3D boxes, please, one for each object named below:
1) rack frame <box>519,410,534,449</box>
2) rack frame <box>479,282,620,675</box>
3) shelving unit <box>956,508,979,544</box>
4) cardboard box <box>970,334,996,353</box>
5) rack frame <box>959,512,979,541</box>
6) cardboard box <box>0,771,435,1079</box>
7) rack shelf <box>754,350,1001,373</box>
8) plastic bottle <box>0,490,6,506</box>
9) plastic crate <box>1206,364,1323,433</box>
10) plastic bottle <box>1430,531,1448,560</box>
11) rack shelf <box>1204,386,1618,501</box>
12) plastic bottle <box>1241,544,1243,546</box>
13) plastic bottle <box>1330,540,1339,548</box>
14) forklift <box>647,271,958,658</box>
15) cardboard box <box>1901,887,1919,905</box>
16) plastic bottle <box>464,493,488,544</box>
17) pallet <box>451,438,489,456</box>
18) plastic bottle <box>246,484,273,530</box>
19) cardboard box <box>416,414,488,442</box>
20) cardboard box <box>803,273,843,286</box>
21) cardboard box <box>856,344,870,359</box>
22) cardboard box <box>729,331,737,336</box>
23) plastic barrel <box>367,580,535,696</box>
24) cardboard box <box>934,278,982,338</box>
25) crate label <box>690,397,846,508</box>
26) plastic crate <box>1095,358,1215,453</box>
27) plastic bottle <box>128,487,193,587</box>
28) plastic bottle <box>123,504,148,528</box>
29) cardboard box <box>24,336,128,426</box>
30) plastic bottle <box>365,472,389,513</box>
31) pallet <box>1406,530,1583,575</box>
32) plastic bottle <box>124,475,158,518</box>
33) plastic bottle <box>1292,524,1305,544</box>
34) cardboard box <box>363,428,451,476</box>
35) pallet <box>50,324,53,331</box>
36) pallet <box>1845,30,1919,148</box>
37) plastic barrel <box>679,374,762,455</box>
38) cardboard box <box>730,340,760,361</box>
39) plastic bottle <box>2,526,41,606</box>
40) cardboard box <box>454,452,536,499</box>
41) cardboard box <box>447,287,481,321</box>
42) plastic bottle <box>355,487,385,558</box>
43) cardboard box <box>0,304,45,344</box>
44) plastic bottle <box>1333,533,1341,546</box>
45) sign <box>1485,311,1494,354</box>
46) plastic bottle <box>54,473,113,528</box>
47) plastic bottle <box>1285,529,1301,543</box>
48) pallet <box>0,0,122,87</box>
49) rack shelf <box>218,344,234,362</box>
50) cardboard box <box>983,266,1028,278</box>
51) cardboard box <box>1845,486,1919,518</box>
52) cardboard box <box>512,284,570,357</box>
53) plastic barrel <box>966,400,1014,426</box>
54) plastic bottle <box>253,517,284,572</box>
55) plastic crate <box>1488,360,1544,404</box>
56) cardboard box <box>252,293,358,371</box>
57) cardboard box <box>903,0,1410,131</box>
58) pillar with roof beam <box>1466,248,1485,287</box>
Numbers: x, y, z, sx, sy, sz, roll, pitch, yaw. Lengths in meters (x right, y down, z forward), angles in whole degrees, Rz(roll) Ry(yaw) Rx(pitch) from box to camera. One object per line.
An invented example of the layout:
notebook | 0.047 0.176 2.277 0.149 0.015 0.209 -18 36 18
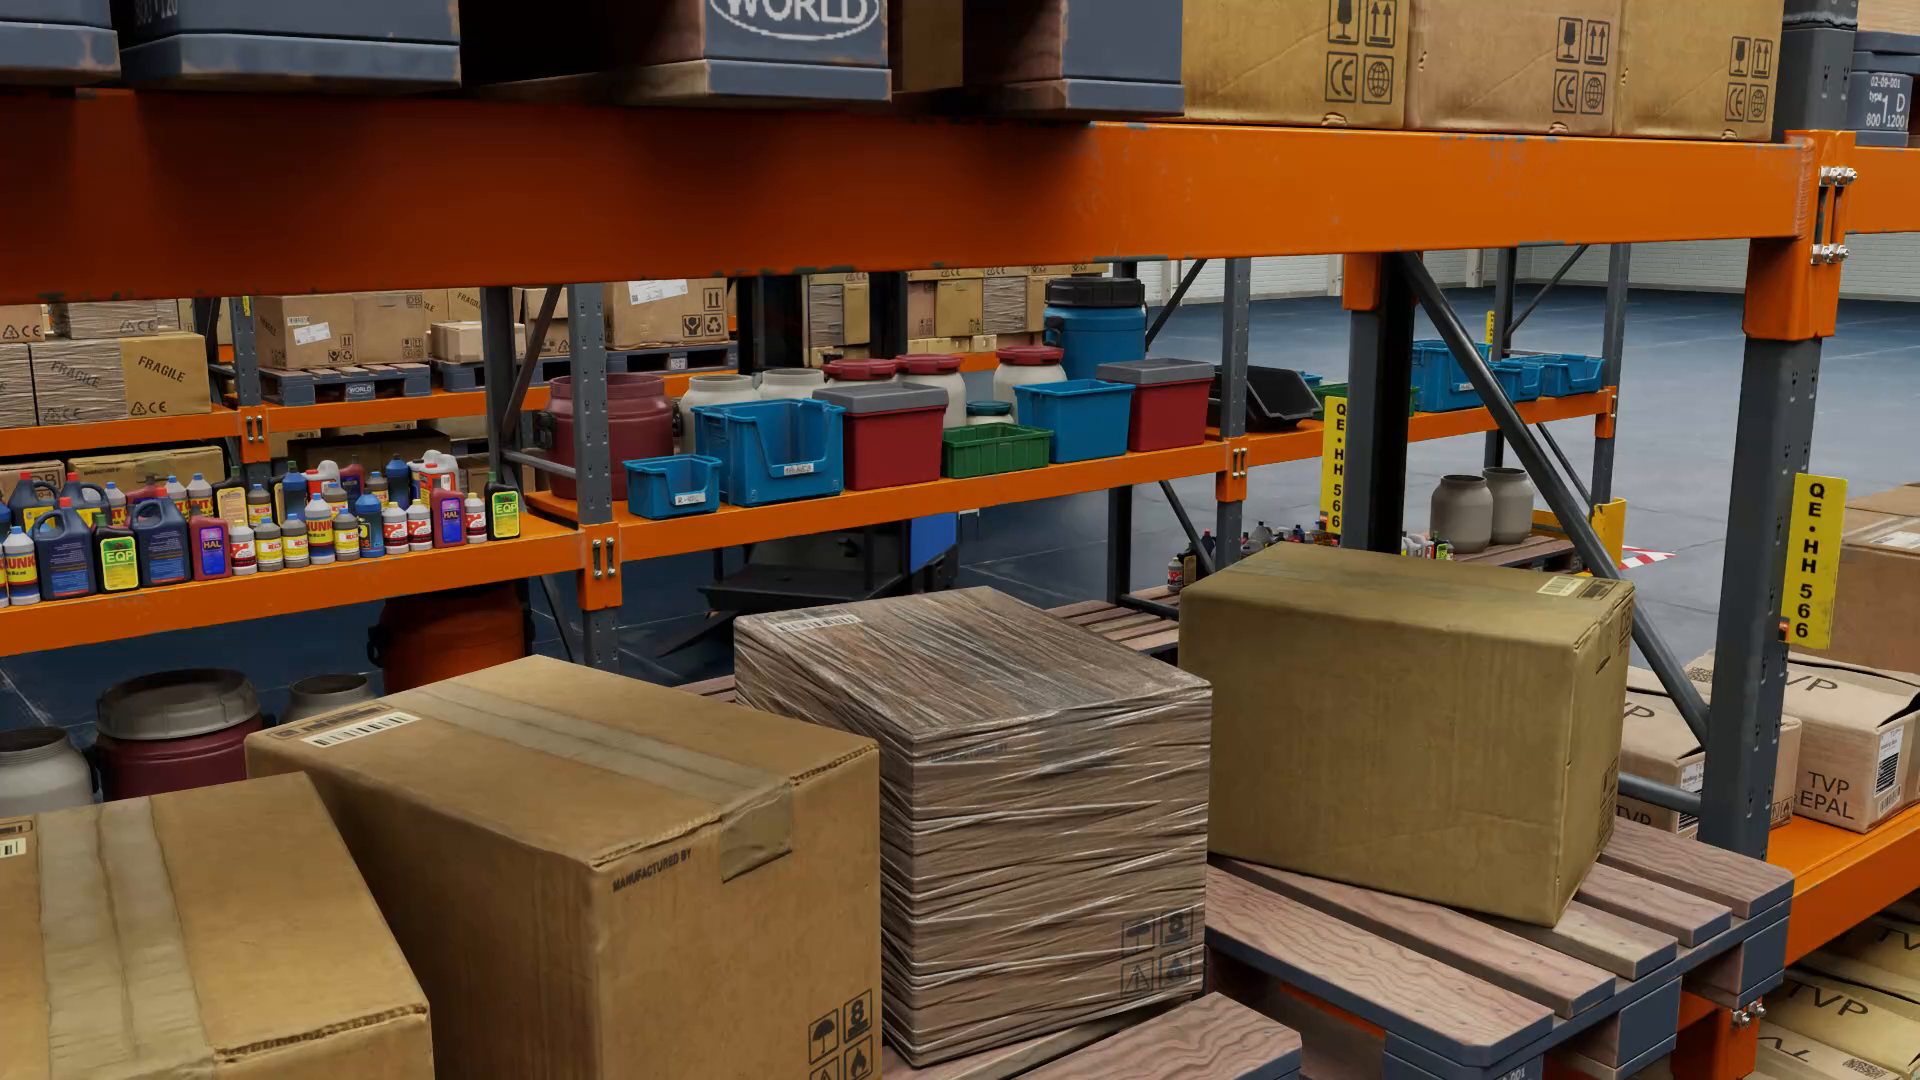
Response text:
rack frame | -4.833 -2.463 17.504 0.127 3.000 1.000 -9 15 -38
rack frame | -1.843 -0.323 7.427 0.127 3.000 1.000 -9 15 -38
shelving unit | -0.006 -0.439 13.030 0.210 0.900 0.258 -9 15 -38
cardboard box | 0.111 -1.759 14.796 0.250 0.149 0.380 -9 15 -38
rack frame | 0.073 -0.452 13.092 0.006 0.900 0.240 -9 15 -38
cardboard box | -0.867 0.621 1.730 0.500 0.500 0.700 -7 14 -29
rack shelf | -0.252 -1.553 14.951 4.000 0.370 1.077 -9 15 -38
plastic bottle | -3.743 -0.048 6.414 0.133 0.283 0.061 -9 15 -38
plastic crate | 1.769 -0.859 10.100 0.504 0.338 0.767 -9 15 -38
plastic bottle | 3.164 0.080 11.009 0.133 0.283 0.061 -9 15 -36
rack shelf | 2.843 -0.749 11.168 4.000 0.370 1.077 -9 15 -38
plastic bottle | 1.754 0.084 10.831 0.185 0.351 0.144 -10 16 -40
plastic bottle | 2.318 0.177 10.392 0.185 0.351 0.144 -10 16 -40
forklift | -0.938 -0.861 10.126 1.130 2.935 3.031 4 13 17
cardboard box | 3.047 1.124 4.872 0.500 0.311 0.500 -10 15 -38
plastic bottle | -1.993 -0.092 6.818 0.097 0.201 0.097 0 12 0
pallet | -5.388 -0.986 17.265 1.213 0.211 1.003 -9 15 -38
plastic bottle | -2.955 -0.134 7.015 0.097 0.201 0.097 0 12 0
cardboard box | -5.261 -1.472 17.246 0.750 0.750 1.050 -10 15 -38
cardboard box | -1.303 -2.346 13.590 0.500 0.500 0.500 -9 15 -38
cardboard box | -0.887 -1.602 14.059 0.250 0.149 0.380 -9 15 -38
cardboard box | -2.883 -1.934 19.122 0.875 0.875 0.875 -10 15 -39
plastic barrel | -2.214 0.600 7.296 0.708 0.830 0.600 -9 15 -38
cardboard box | -0.267 -2.086 14.776 0.500 0.500 0.875 -9 15 -38
crate label | -0.898 -0.425 7.823 0.616 0.435 0.502 -9 15 -38
plastic crate | 1.094 -0.760 9.335 0.583 0.464 0.402 -9 15 -38
plastic bottle | -2.935 -0.015 6.095 0.185 0.351 0.144 -9 15 -38
plastic bottle | -3.019 0.005 6.164 0.133 0.283 0.061 -9 15 -38
cardboard box | -5.560 -1.007 10.408 0.500 0.500 0.500 -10 15 -38
plastic bottle | -2.566 -0.198 7.320 0.097 0.201 0.097 0 12 0
pallet | 3.737 0.125 12.030 1.213 0.211 1.003 -9 15 -38
plastic bottle | -3.313 -0.119 6.750 0.133 0.283 0.061 -9 15 -38
plastic bottle | 2.290 0.027 11.289 0.097 0.271 0.097 0 12 0
cardboard box | -4.024 -0.648 12.110 0.500 0.250 0.500 -7 14 -31
pallet | -8.446 -1.740 14.563 1.003 0.211 1.213 -9 15 -38
pallet | 1.723 -0.996 3.832 1.003 0.211 1.213 -9 15 -35
plastic barrel | -1.173 -0.545 8.207 0.421 0.512 0.421 0 12 0
cardboard box | -1.829 -1.598 14.036 0.250 0.149 0.380 -9 15 -38
plastic bottle | -3.279 0.088 5.804 0.097 0.271 0.097 0 12 0
cardboard box | -3.562 -0.357 12.549 0.500 0.500 0.700 -8 14 -33
cardboard box | -5.073 -2.400 16.971 0.500 0.500 0.500 -10 15 -38
plastic bottle | -2.326 -0.071 6.550 0.097 0.271 0.097 0 12 0
cardboard box | -6.028 -1.489 10.265 0.637 0.503 0.797 -9 15 -36
plastic bottle | 2.606 -0.036 11.557 0.133 0.283 0.061 -9 15 -37
sign | 4.064 -1.586 12.709 0.005 0.325 0.100 -9 15 -38
plastic bottle | -3.392 -0.088 6.438 0.185 0.351 0.144 -9 15 -38
plastic bottle | 2.202 0.071 11.051 0.133 0.283 0.061 -9 15 -38
pallet | -1.321 -0.448 1.249 1.003 0.211 1.213 -9 15 -38
rack shelf | -6.395 -1.851 16.357 4.000 0.370 1.077 -9 15 -38
cardboard box | 0.256 -2.606 14.815 0.500 0.500 0.500 -9 15 -38
cardboard box | 2.960 0.144 4.990 0.500 0.500 0.500 -9 15 -38
cardboard box | -3.109 -1.661 12.470 0.637 0.503 0.797 -8 14 -32
plastic barrel | 0.152 -0.627 9.194 0.301 0.262 0.301 0 12 0
plastic bottle | -2.630 0.014 6.320 0.097 0.201 0.097 0 12 0
plastic crate | 3.690 -1.091 11.404 0.408 0.251 0.499 -9 15 -38
cardboard box | -4.540 -1.457 11.516 0.500 0.500 0.500 11 16 43
cardboard box | 0.125 -0.839 2.397 0.500 0.500 0.910 -9 15 -38
pillar with roof beam | 17.024 -10.761 42.141 0.548 9.000 9.100 -9 15 -38
